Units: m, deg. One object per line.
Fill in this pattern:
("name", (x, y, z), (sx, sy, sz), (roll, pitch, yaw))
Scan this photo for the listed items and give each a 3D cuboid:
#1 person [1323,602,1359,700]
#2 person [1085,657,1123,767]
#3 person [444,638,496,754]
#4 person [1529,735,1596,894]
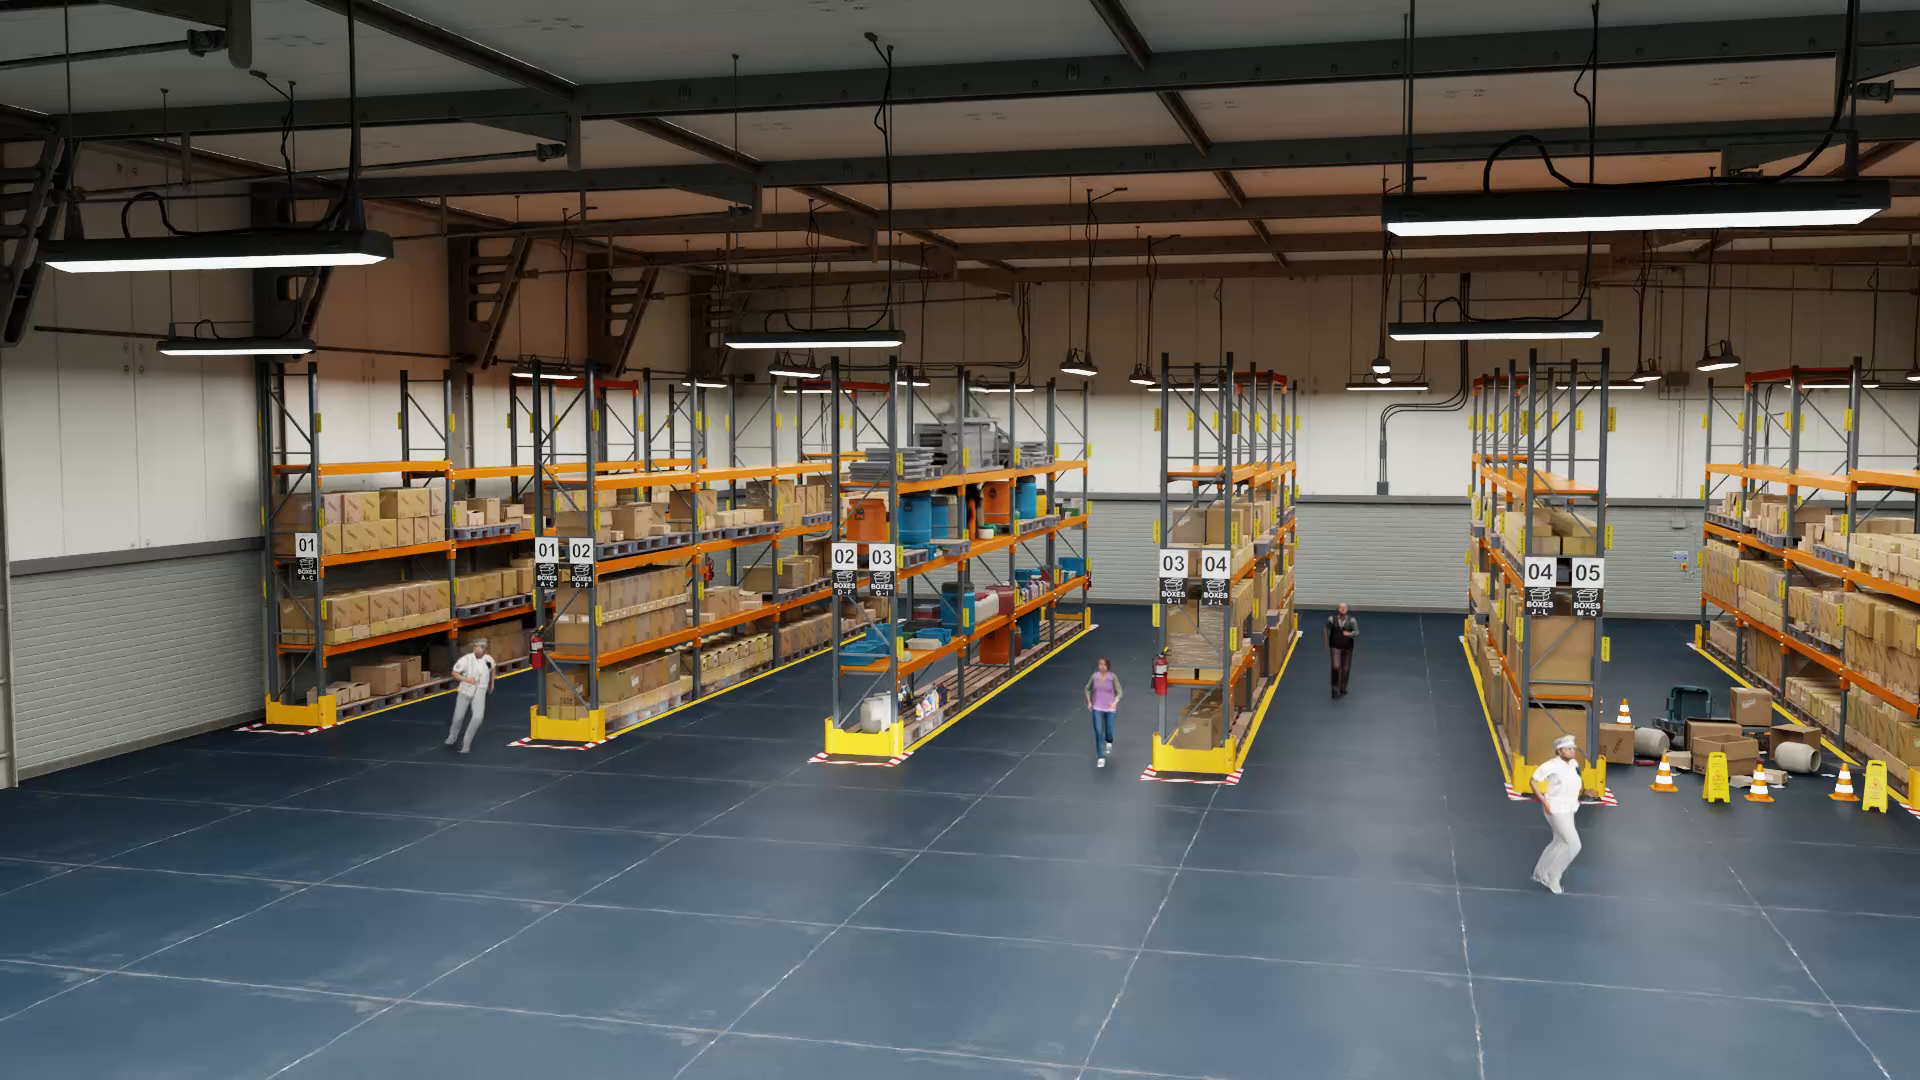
("person", (6.938, 2.020, 30.266), (0.624, 1.780, 0.752), (1, 4, 7))
("person", (2.111, 2.498, 24.486), (0.566, 1.579, 0.715), (1, 4, 10))
("person", (-7.506, 2.379, 25.580), (0.803, 1.767, 0.764), (-2, 5, -28))
("person", (6.454, 2.927, 17.758), (0.549, 1.714, 0.673), (-3, 5, -37))
